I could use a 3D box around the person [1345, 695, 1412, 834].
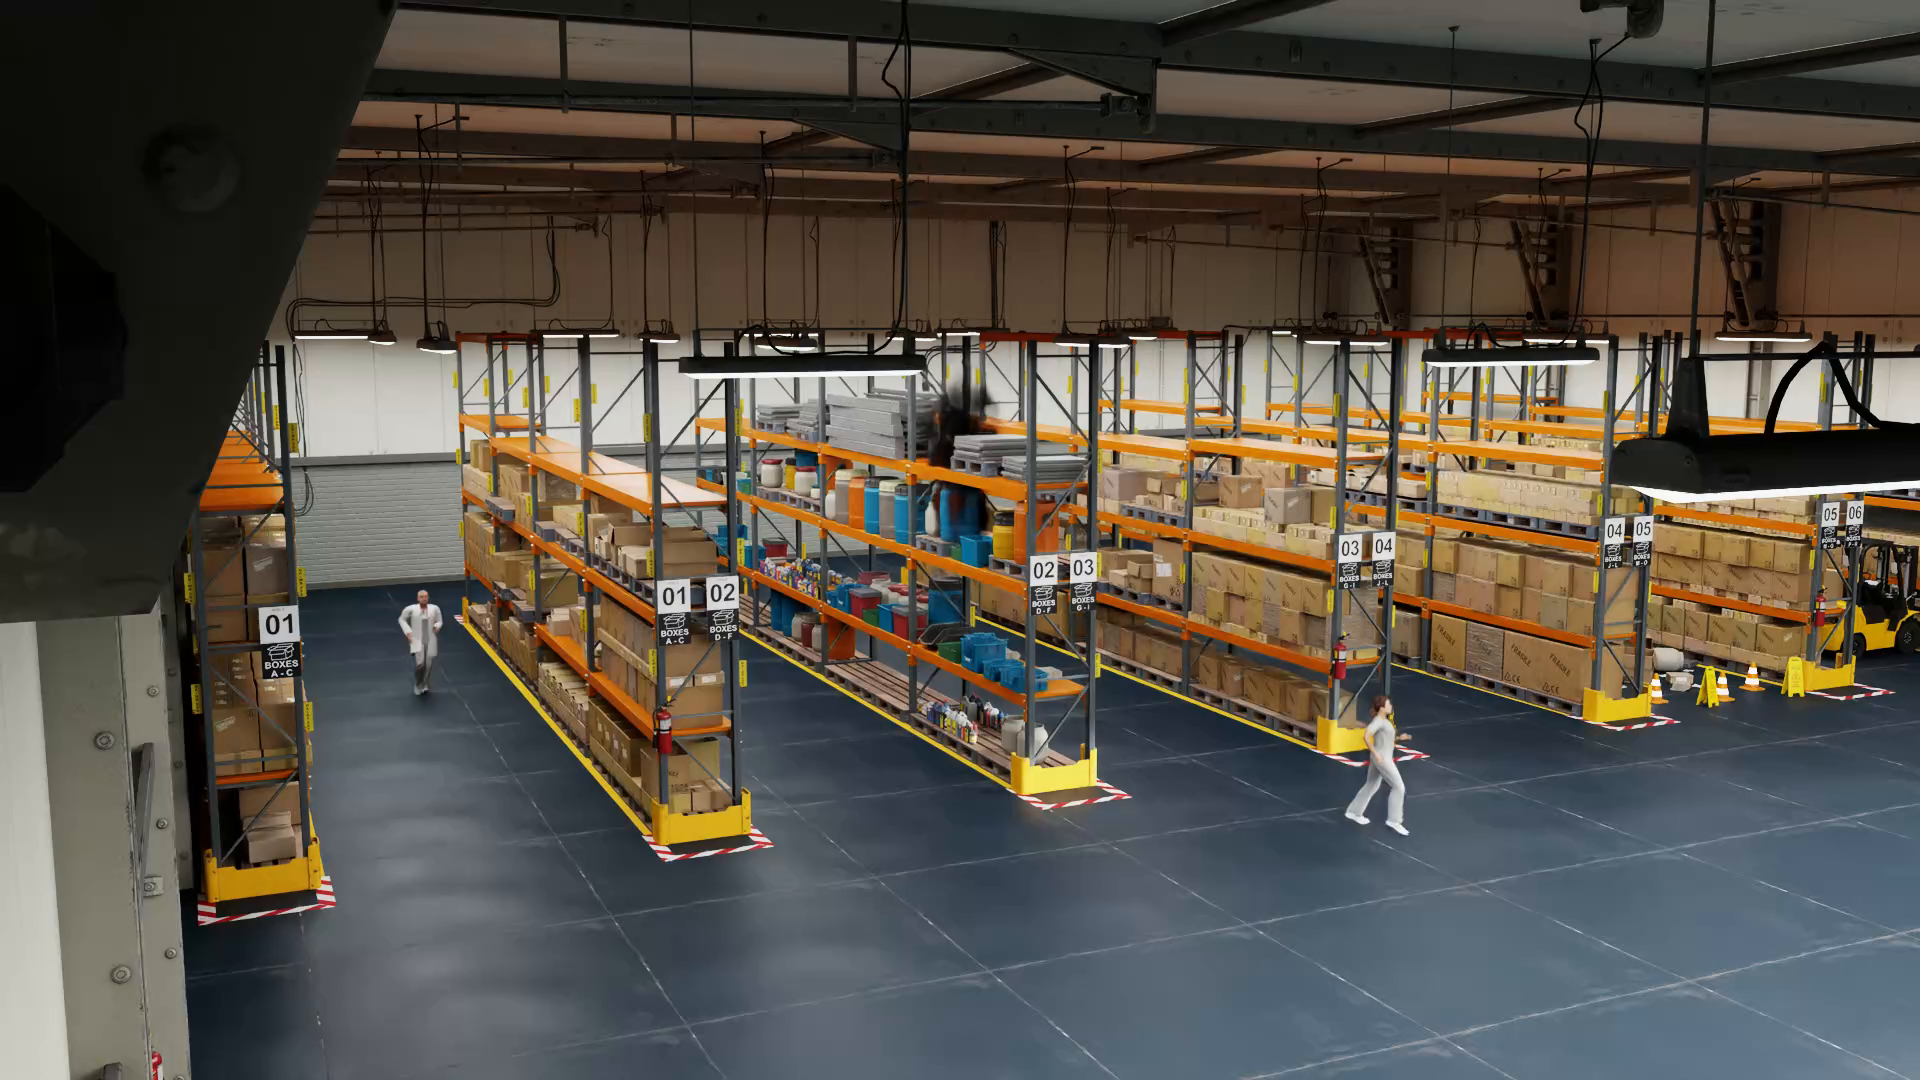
[{"bbox_3d":[5.164,2.753,20.452,0.747,1.723,0.537,1,8,7],"label":"person"}]

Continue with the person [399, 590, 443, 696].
[{"bbox_3d":[-8.967,1.767,27.805,0.680,1.690,0.745,-4,9,-30],"label":"person"}]
